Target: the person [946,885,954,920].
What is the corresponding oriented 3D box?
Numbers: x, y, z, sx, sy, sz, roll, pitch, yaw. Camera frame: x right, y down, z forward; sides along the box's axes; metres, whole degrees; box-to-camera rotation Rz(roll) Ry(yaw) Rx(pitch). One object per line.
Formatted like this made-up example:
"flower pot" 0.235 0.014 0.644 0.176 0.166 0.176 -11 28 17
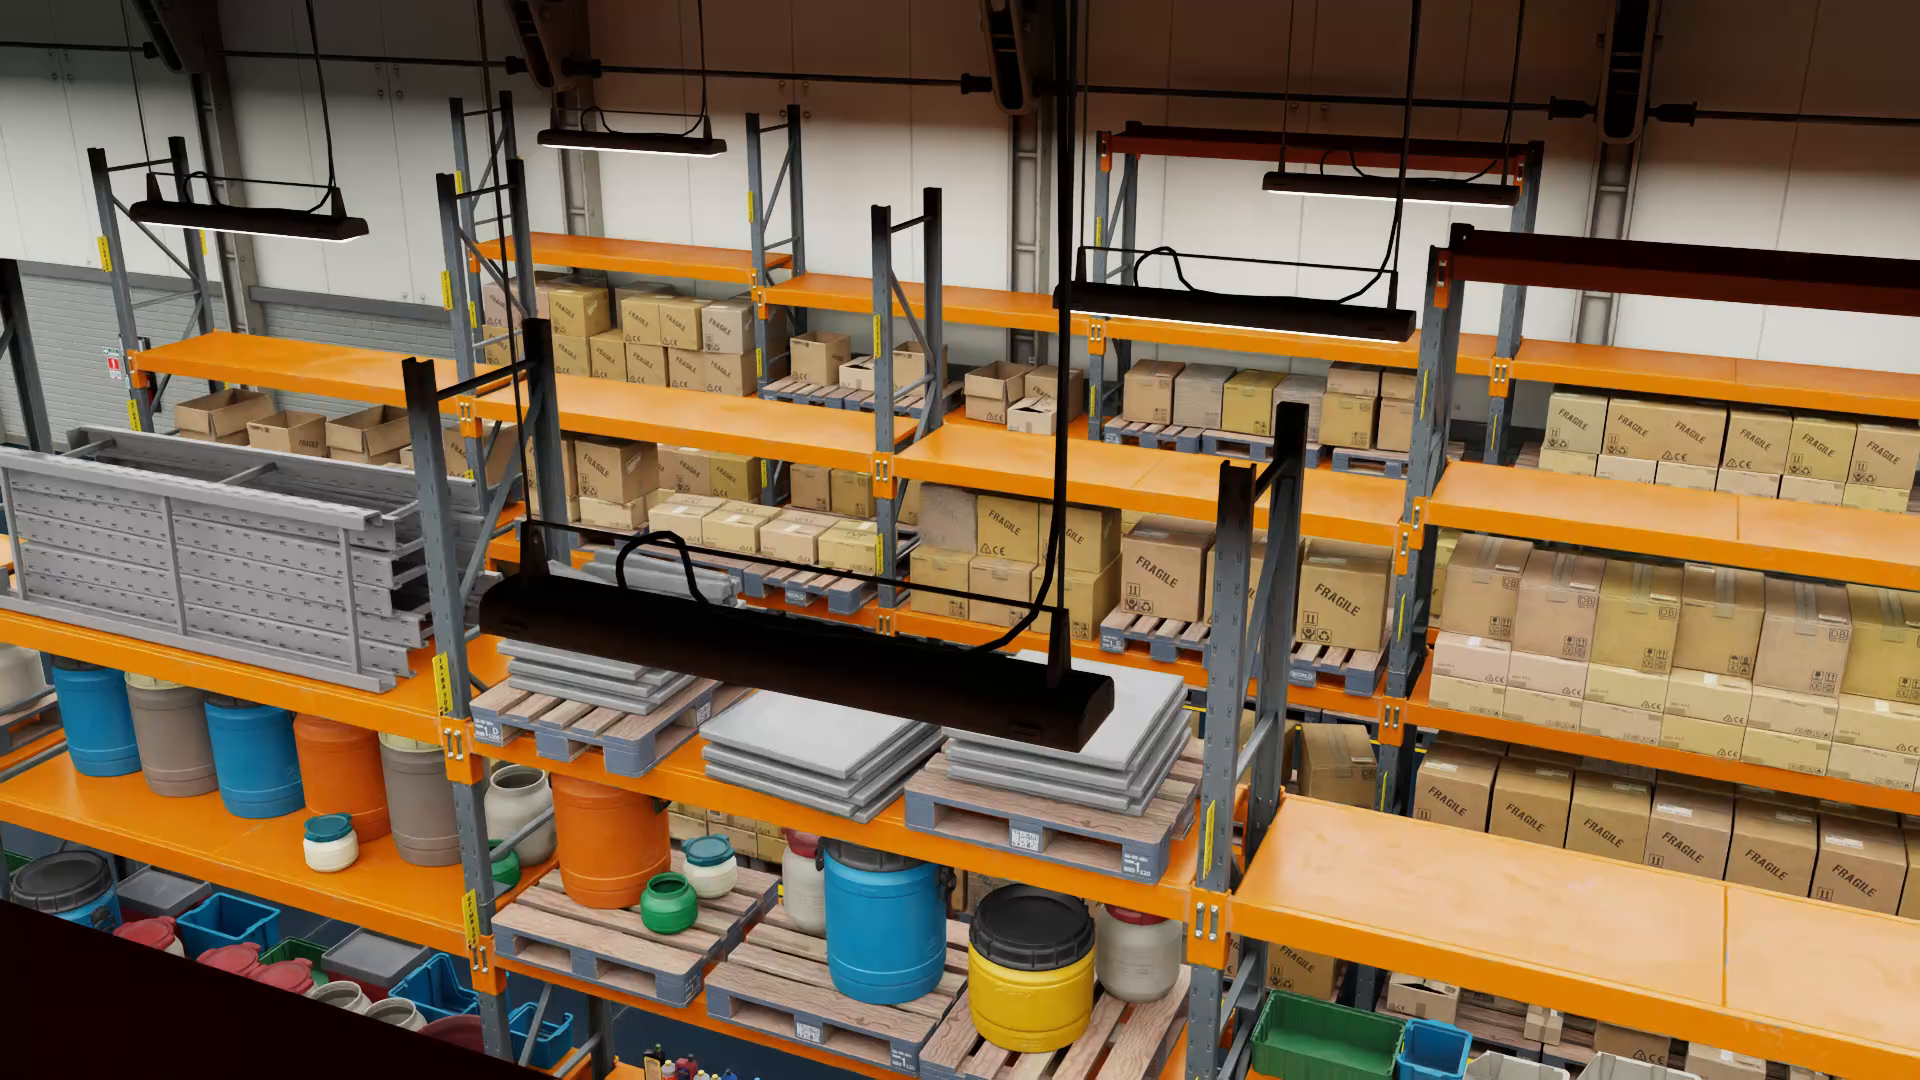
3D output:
"person" -0.387 3.017 12.127 1.103 1.713 0.617 9 22 23
